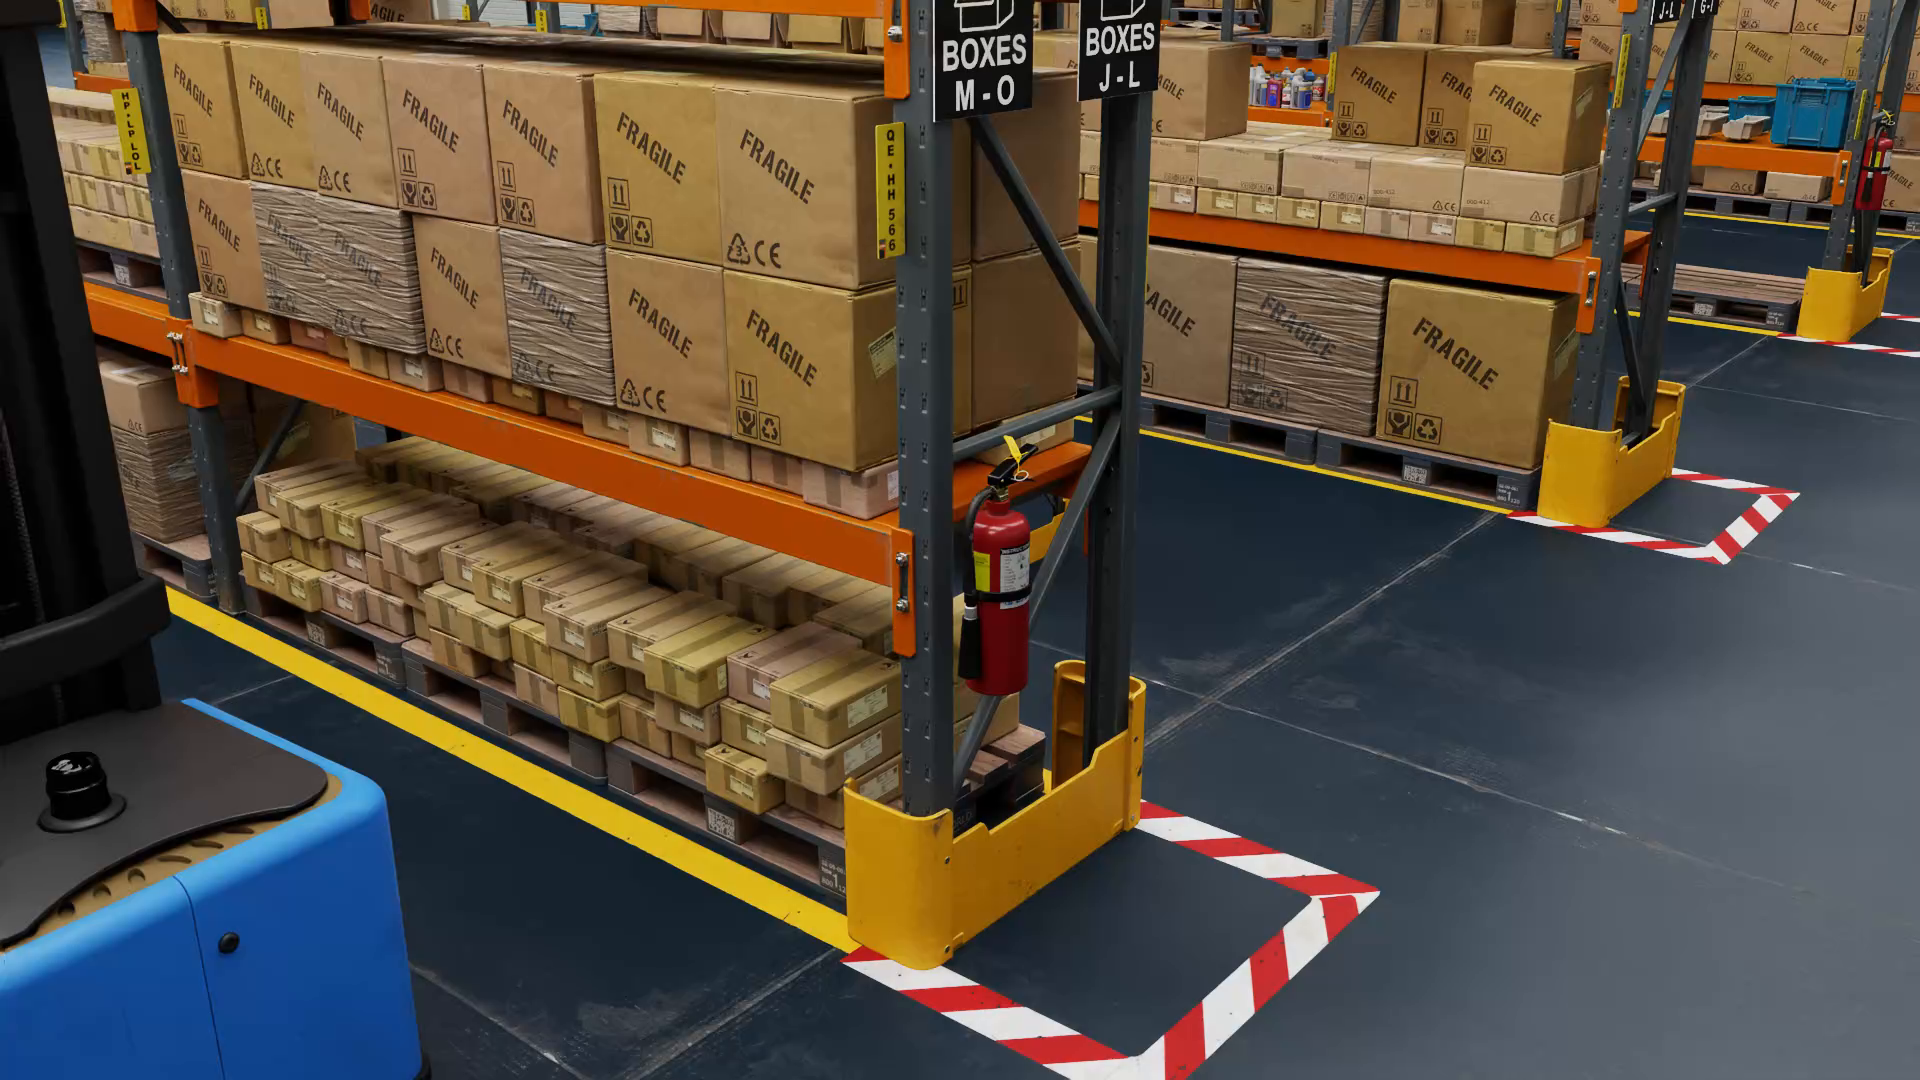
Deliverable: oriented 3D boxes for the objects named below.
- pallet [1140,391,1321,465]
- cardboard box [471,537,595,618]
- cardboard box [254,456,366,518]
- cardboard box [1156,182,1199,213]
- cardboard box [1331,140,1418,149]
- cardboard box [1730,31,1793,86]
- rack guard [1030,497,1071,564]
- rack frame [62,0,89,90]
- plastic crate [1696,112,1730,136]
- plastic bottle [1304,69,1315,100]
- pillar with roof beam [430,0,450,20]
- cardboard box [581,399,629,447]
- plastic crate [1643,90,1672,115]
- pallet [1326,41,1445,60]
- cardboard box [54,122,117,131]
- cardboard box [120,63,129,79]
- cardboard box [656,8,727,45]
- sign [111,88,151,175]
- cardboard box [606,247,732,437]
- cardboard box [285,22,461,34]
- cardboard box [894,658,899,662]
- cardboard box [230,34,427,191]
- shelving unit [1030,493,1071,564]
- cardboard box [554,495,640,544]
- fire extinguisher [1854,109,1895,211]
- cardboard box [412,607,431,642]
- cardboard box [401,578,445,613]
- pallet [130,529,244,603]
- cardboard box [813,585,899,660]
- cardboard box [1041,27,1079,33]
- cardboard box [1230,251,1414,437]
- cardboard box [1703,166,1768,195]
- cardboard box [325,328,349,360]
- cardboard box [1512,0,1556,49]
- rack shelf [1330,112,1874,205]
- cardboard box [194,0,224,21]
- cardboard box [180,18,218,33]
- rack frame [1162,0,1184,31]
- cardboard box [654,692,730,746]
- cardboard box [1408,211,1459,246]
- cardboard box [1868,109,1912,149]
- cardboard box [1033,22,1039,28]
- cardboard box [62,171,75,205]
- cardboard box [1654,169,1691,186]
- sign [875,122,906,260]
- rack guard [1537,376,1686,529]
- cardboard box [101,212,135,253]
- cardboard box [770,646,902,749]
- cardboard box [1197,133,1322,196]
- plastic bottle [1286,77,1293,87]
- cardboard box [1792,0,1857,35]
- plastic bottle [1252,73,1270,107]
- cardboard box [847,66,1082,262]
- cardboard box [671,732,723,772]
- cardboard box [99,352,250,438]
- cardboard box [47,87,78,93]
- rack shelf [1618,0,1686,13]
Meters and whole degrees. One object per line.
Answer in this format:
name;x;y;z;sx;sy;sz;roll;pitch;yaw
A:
pallet;1.800;-0.779;9.935;1.213;0.211;1.003;16;26;36
cardboard box;-1.573;0.134;6.162;0.250;0.149;0.380;16;26;37
cardboard box;-2.768;-0.221;7.106;0.250;0.149;0.380;17;27;38
cardboard box;1.334;-1.984;9.533;0.250;0.149;0.380;16;26;37
cardboard box;2.414;-2.132;9.361;0.500;0.250;0.500;15;25;35
cardboard box;7.980;-4.774;16.435;0.500;0.500;0.500;16;26;36
rack guard;0.327;-0.023;7.875;0.087;0.250;0.587;16;26;36
rack frame;-8.986;-5.224;17.771;0.127;3.000;1.000;16;26;36
plastic crate;5.580;-3.114;12.464;0.243;0.136;0.396;16;26;36
plastic bottle;3.148;-4.111;15.002;0.097;0.271;0.097;0;21;0
pillar with roof beam;-15.168;-15.013;35.226;0.400;9.000;9.100;16;26;36
cardboard box;-1.007;-0.434;5.425;0.250;0.149;0.380;15;25;34
plastic crate;5.538;-3.397;13.078;0.300;0.233;0.416;16;26;36
pallet;4.988;-5.624;19.103;1.213;0.211;1.003;16;26;36
cardboard box;-4.138;-1.839;7.713;0.250;0.149;0.380;15;25;35
cardboard box;-8.343;-4.807;17.020;0.250;0.149;0.380;16;26;36
cardboard box;-1.729;-3.642;12.011;0.637;0.503;0.797;17;26;37
sign;-3.252;-1.603;6.527;0.005;0.325;0.100;16;26;36
cardboard box;-0.712;-0.654;5.087;0.500;0.500;0.500;16;26;35
cardboard box;-2.369;-1.837;6.807;0.500;0.500;0.500;15;25;34
cardboard box;-0.225;0.413;5.845;0.250;0.149;0.380;16;26;36
cardboard box;-2.297;-1.589;6.150;0.500;0.500;0.500;15;25;35
shelving unit;-0.059;-0.719;7.949;1.083;1.500;0.587;16;26;36
cardboard box;-1.407;-0.076;6.719;0.250;0.149;0.380;15;25;34
fire extinguisher;6.371;-2.640;11.556;0.183;0.674;0.296;16;26;36
cardboard box;-1.935;0.287;6.602;0.250;0.149;0.380;15;25;34
cardboard box;-1.955;0.158;6.521;0.250;0.149;0.380;18;27;39
pallet;-3.508;-0.082;8.087;1.213;0.211;1.003;16;26;36
cardboard box;-0.286;0.299;5.725;0.250;0.149;0.380;17;26;37
cardboard box;0.836;-2.937;10.435;0.500;0.500;0.500;17;27;38
cardboard box;2.158;-1.181;9.465;0.875;0.875;0.875;16;26;36
cardboard box;8.036;-3.874;17.105;0.637;0.503;0.797;16;26;36
cardboard box;-2.198;-0.799;6.392;0.250;0.149;0.380;15;25;34
cardboard box;6.352;-5.664;18.201;0.500;0.500;0.700;7;22;18
rack shelf;4.992;-3.118;13.205;4.000;0.370;1.077;16;26;36
cardboard box;-6.798;-5.122;15.519;0.500;0.500;0.500;16;26;36
cardboard box;-7.013;-4.840;16.189;0.500;0.500;0.875;16;26;36
rack frame;3.509;-8.394;26.176;0.127;3.000;1.000;16;26;36
cardboard box;-0.798;0.522;5.557;0.250;0.149;0.380;15;25;34
cardboard box;2.528;-1.641;8.624;0.250;0.149;0.380;16;26;36
cardboard box;11.422;-5.096;20.378;0.500;0.500;0.700;15;25;35
cardboard box;1.177;-6.830;22.220;0.258;0.266;0.396;15;26;35
cardboard box;-3.947;-1.641;7.608;0.250;0.149;0.380;15;25;35
cardboard box;7.442;-3.791;17.363;0.250;0.166;0.380;16;26;36
sign;-0.171;-0.864;4.119;0.005;0.325;0.100;16;26;36
rack guard;3.428;-0.480;8.732;0.348;0.500;1.175;16;26;36
cardboard box;-3.538;-1.385;7.351;0.250;0.149;0.380;16;26;37
cardboard box;-0.375;0.489;5.223;0.250;0.149;0.380;16;26;37
cardboard box;1.673;-2.101;9.280;0.500;0.250;0.500;16;26;36
plastic bottle;2.977;-4.059;14.962;0.097;0.201;0.097;0;21;0
cardboard box;8.361;-5.127;15.955;0.500;0.500;0.500;17;26;38
plastic bottle;2.650;-3.924;14.499;0.135;0.276;0.152;16;26;36
cardboard box;0.015;-1.148;4.981;0.500;0.500;0.500;16;26;36
cardboard box;-0.758;0.644;5.656;0.250;0.149;0.380;16;26;36
cardboard box;-3.641;-0.689;7.628;0.500;0.250;0.500;15;25;35
cardboard box;-5.140;-2.423;9.260;0.250;0.149;0.380;16;26;36
rack shelf;1.860;-3.168;9.086;4.000;0.370;1.077;16;26;36
